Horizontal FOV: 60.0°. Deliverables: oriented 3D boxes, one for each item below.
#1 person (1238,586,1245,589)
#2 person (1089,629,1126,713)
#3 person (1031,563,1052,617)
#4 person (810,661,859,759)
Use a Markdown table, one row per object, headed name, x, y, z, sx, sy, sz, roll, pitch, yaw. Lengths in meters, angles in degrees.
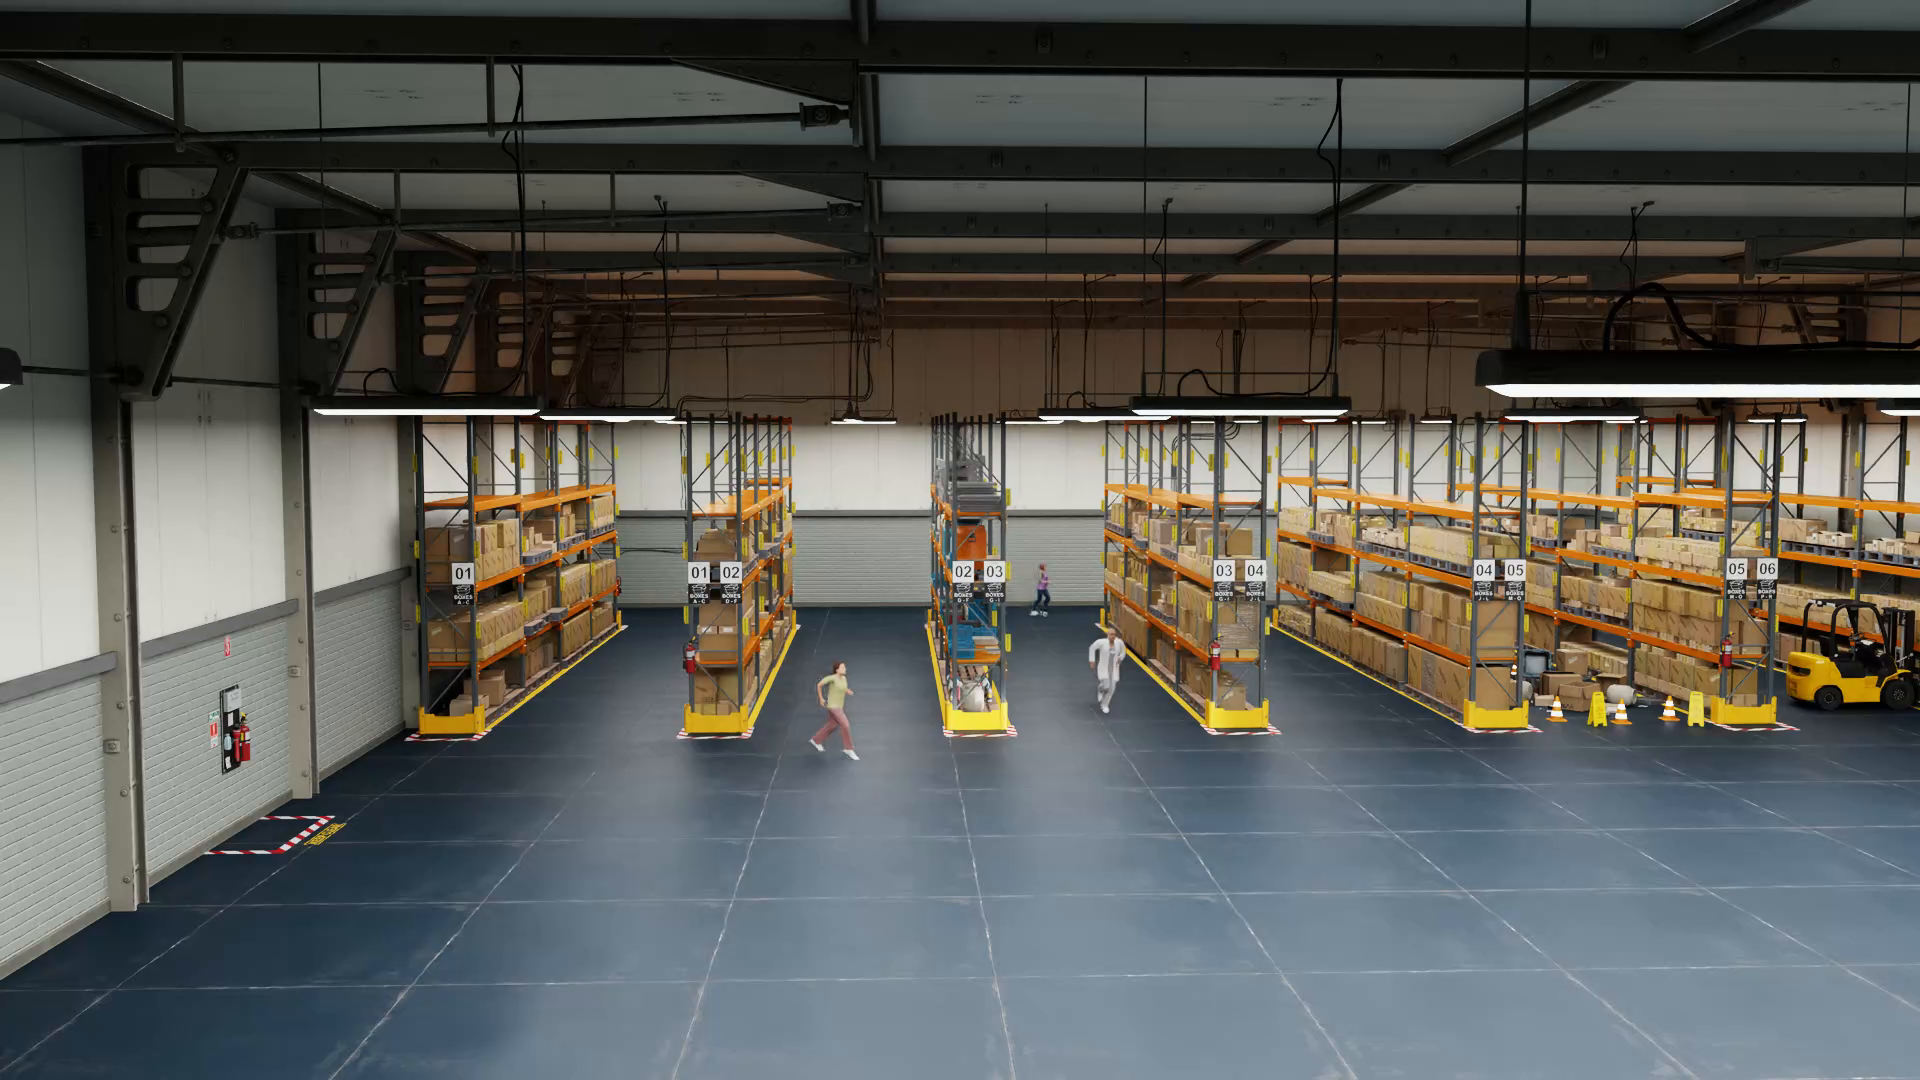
| name | x | y | z | sx | sy | sz | roll | pitch | yaw |
| --- | --- | --- | --- | --- | --- | --- | --- | --- | --- |
| person | 8.132 | 1.607 | 48.048 | 0.536 | 1.698 | 0.680 | -4 | 5 | -44 |
| person | 2.971 | 2.612 | 33.398 | 0.687 | 1.707 | 0.781 | -1 | 4 | -16 |
| person | 2.464 | 1.517 | 50.255 | 0.709 | 1.641 | 0.526 | 2 | 4 | 29 |
| person | -2.181 | 2.931 | 28.830 | 0.965 | 1.694 | 0.599 | 2 | 4 | 27 |
